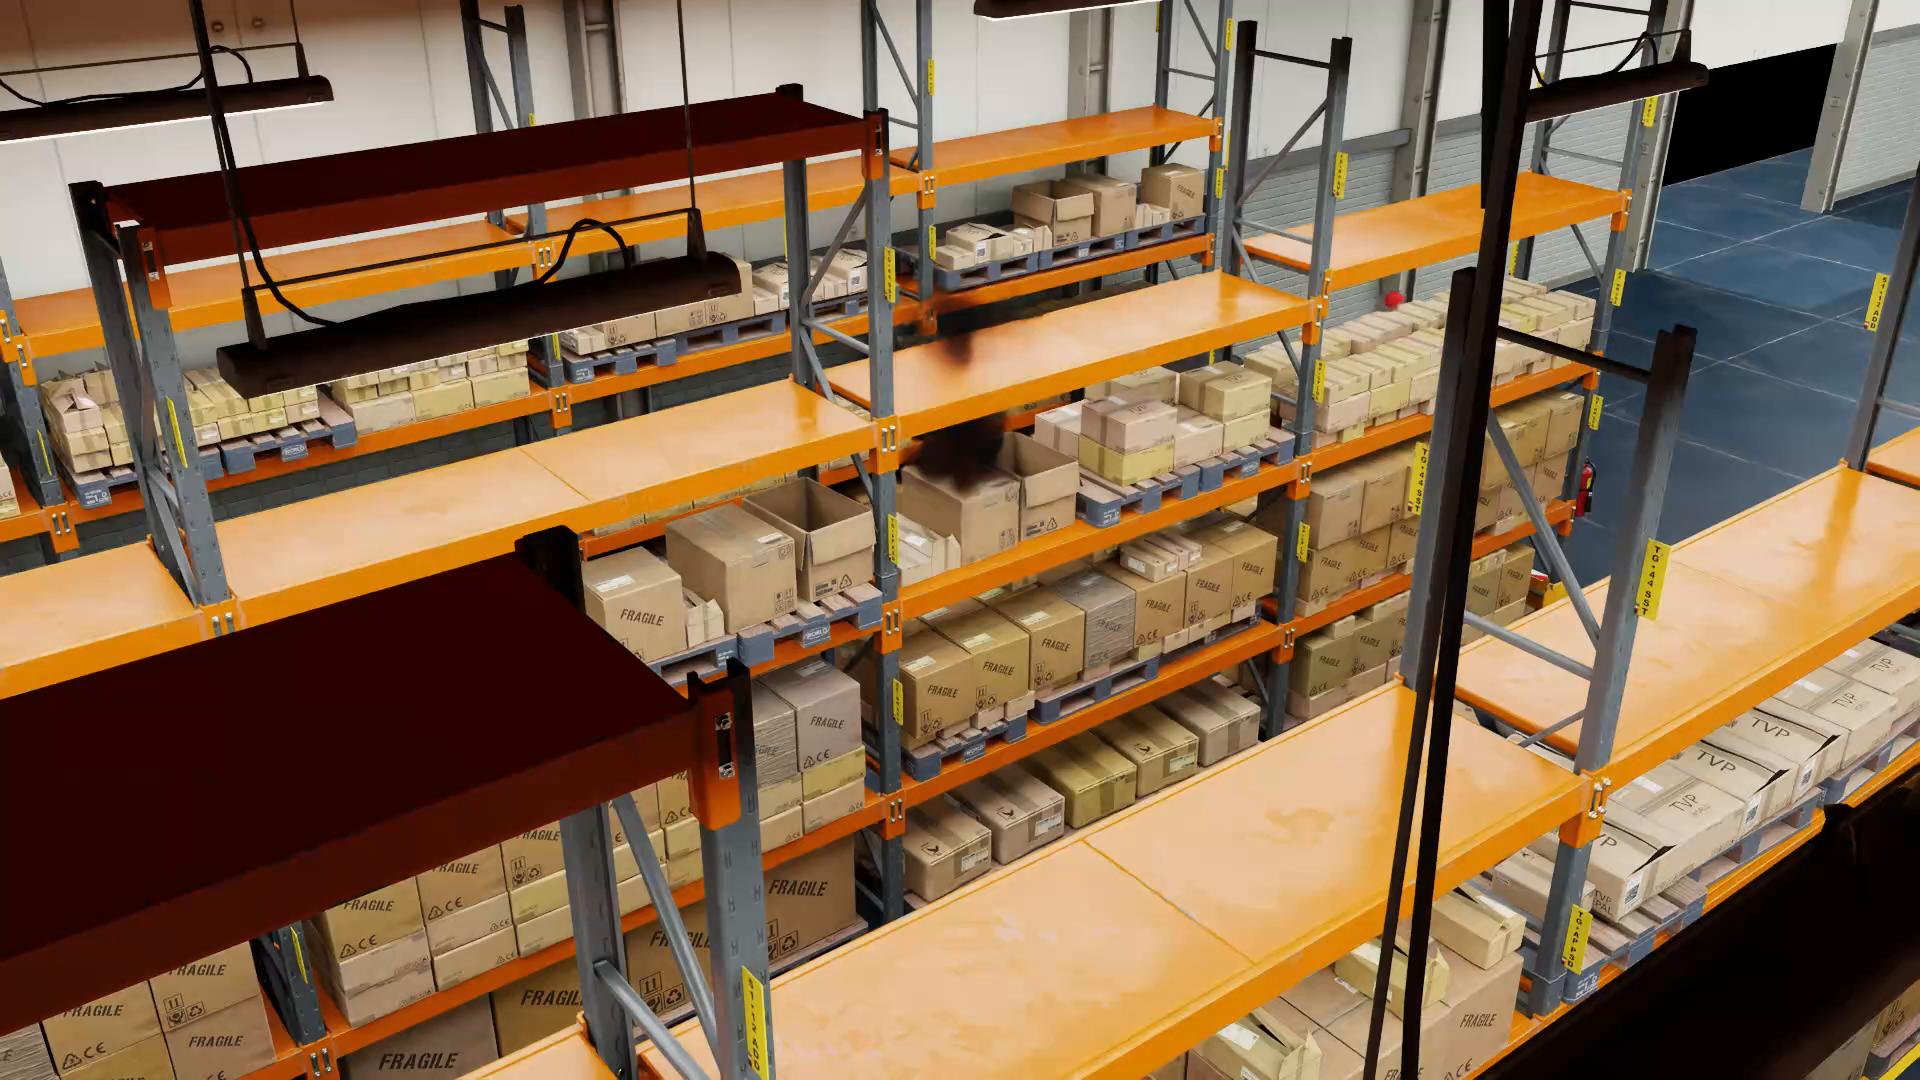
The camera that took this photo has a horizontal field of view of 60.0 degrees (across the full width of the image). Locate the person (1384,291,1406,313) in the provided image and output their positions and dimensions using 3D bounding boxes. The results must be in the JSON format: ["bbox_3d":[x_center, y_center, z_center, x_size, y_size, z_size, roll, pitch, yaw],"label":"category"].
[{"bbox_3d":[5.281,-2.194,20.481,1.010,1.768,0.710,-10,28,-19],"label":"person"}]
